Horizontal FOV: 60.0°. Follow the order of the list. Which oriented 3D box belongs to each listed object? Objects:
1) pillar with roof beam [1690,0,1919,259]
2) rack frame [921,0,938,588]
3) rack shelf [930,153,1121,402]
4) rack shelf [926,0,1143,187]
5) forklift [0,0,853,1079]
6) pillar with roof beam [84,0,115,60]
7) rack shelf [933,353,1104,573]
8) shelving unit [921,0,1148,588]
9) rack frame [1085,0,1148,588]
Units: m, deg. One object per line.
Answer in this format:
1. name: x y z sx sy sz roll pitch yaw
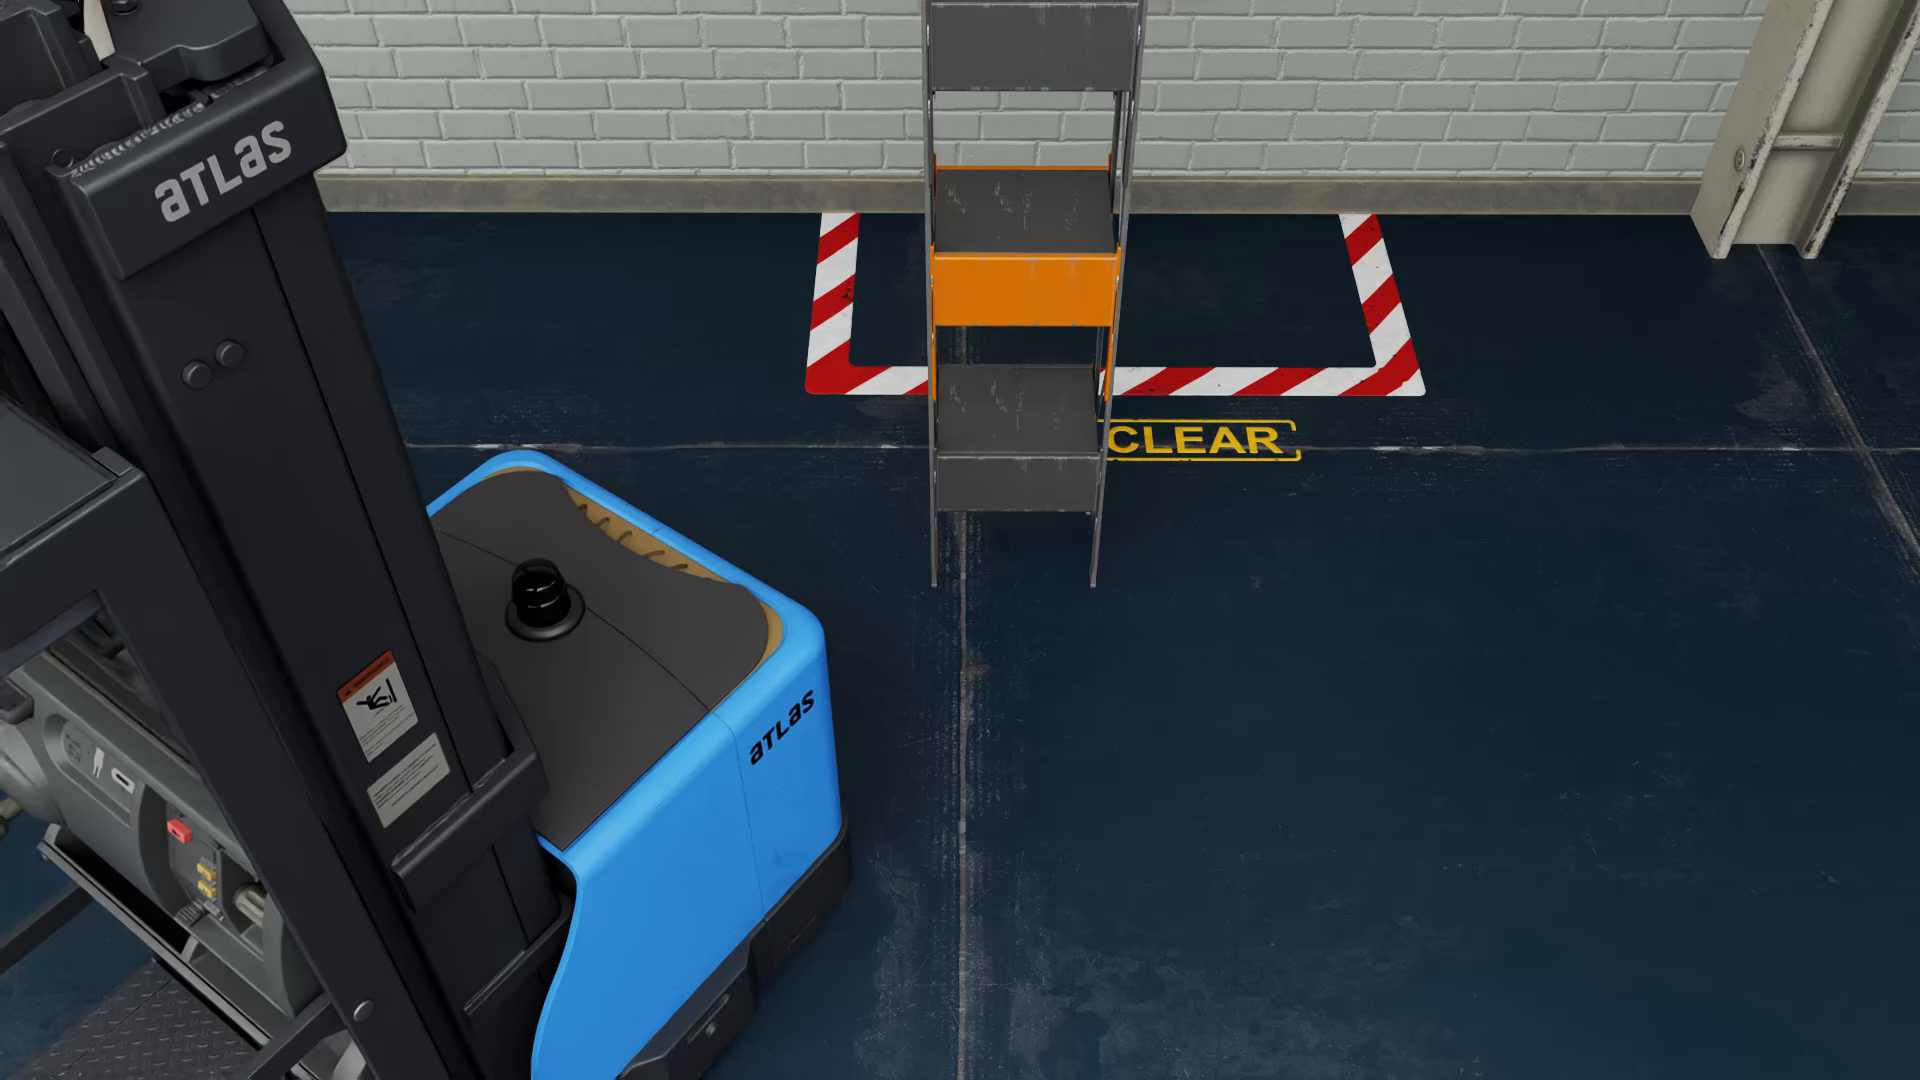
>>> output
1. pillar with roof beam: 3.001 -1.084 0.111 0.400 9.000 9.100 0 47 0
2. rack frame: -0.078 -0.716 4.482 0.015 2.100 0.400 0 47 0
3. rack shelf: 0.166 -0.706 4.491 0.480 0.518 0.431 0 47 0
4. rack shelf: 0.166 -1.183 3.979 0.480 0.518 0.431 0 47 0
5. forklift: -1.560 0.567 2.720 1.130 2.935 3.031 28 53 24
6. pillar with roof beam: -2.999 -1.100 0.126 0.400 9.000 9.100 0 47 0
7. rack shelf: 0.166 -0.229 5.003 0.480 0.518 0.431 0 47 0
8. shelving unit: 0.166 -0.715 4.481 0.503 2.100 0.431 0 47 0
9. rack frame: 0.410 -0.714 4.480 0.015 2.100 0.400 0 47 0
